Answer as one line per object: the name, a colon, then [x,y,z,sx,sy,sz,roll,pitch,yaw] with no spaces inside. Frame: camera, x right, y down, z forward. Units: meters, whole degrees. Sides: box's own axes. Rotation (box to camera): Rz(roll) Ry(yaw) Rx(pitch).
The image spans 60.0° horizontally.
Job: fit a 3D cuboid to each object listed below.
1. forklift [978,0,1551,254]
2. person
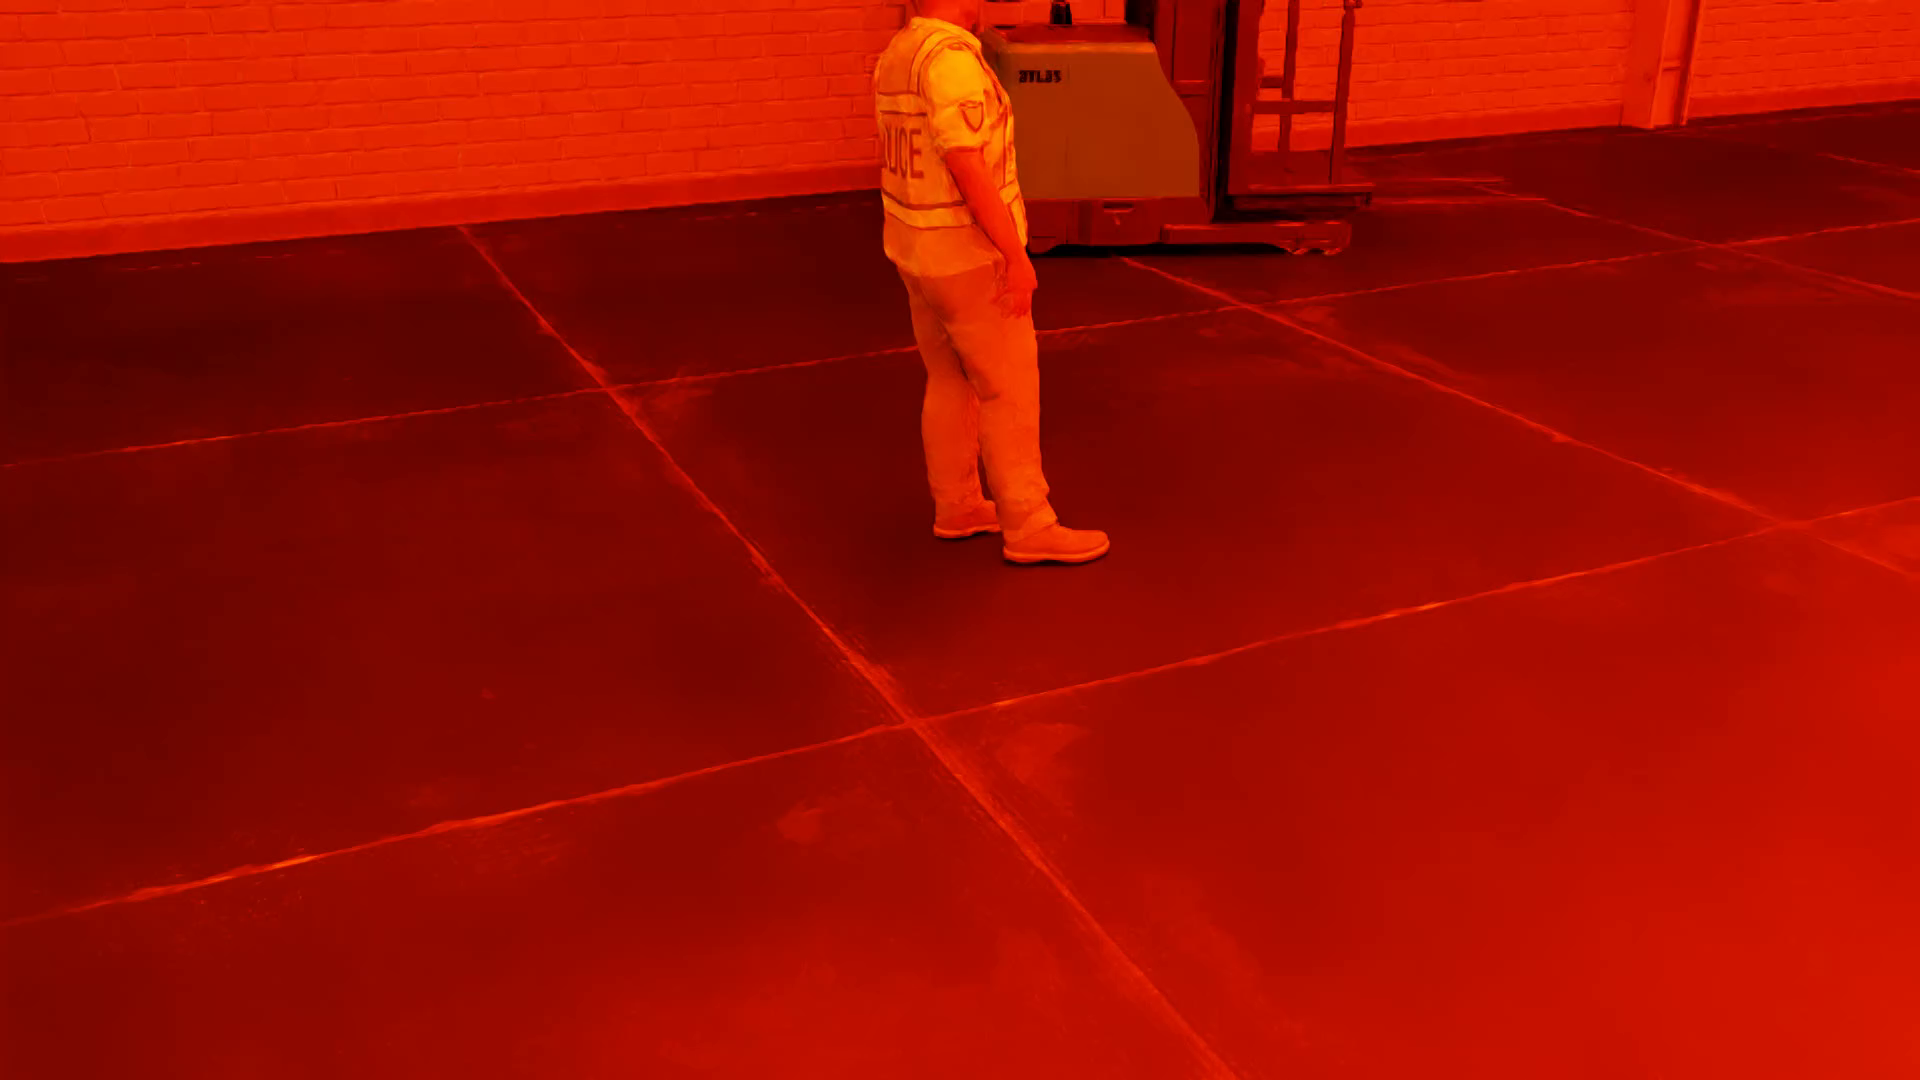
forklift: [1.634,-3.050,8.629,3.031,2.935,1.130,-2,23,-5]
person: [0.076,-0.839,4.782,0.574,1.781,0.640,-10,25,-23]
